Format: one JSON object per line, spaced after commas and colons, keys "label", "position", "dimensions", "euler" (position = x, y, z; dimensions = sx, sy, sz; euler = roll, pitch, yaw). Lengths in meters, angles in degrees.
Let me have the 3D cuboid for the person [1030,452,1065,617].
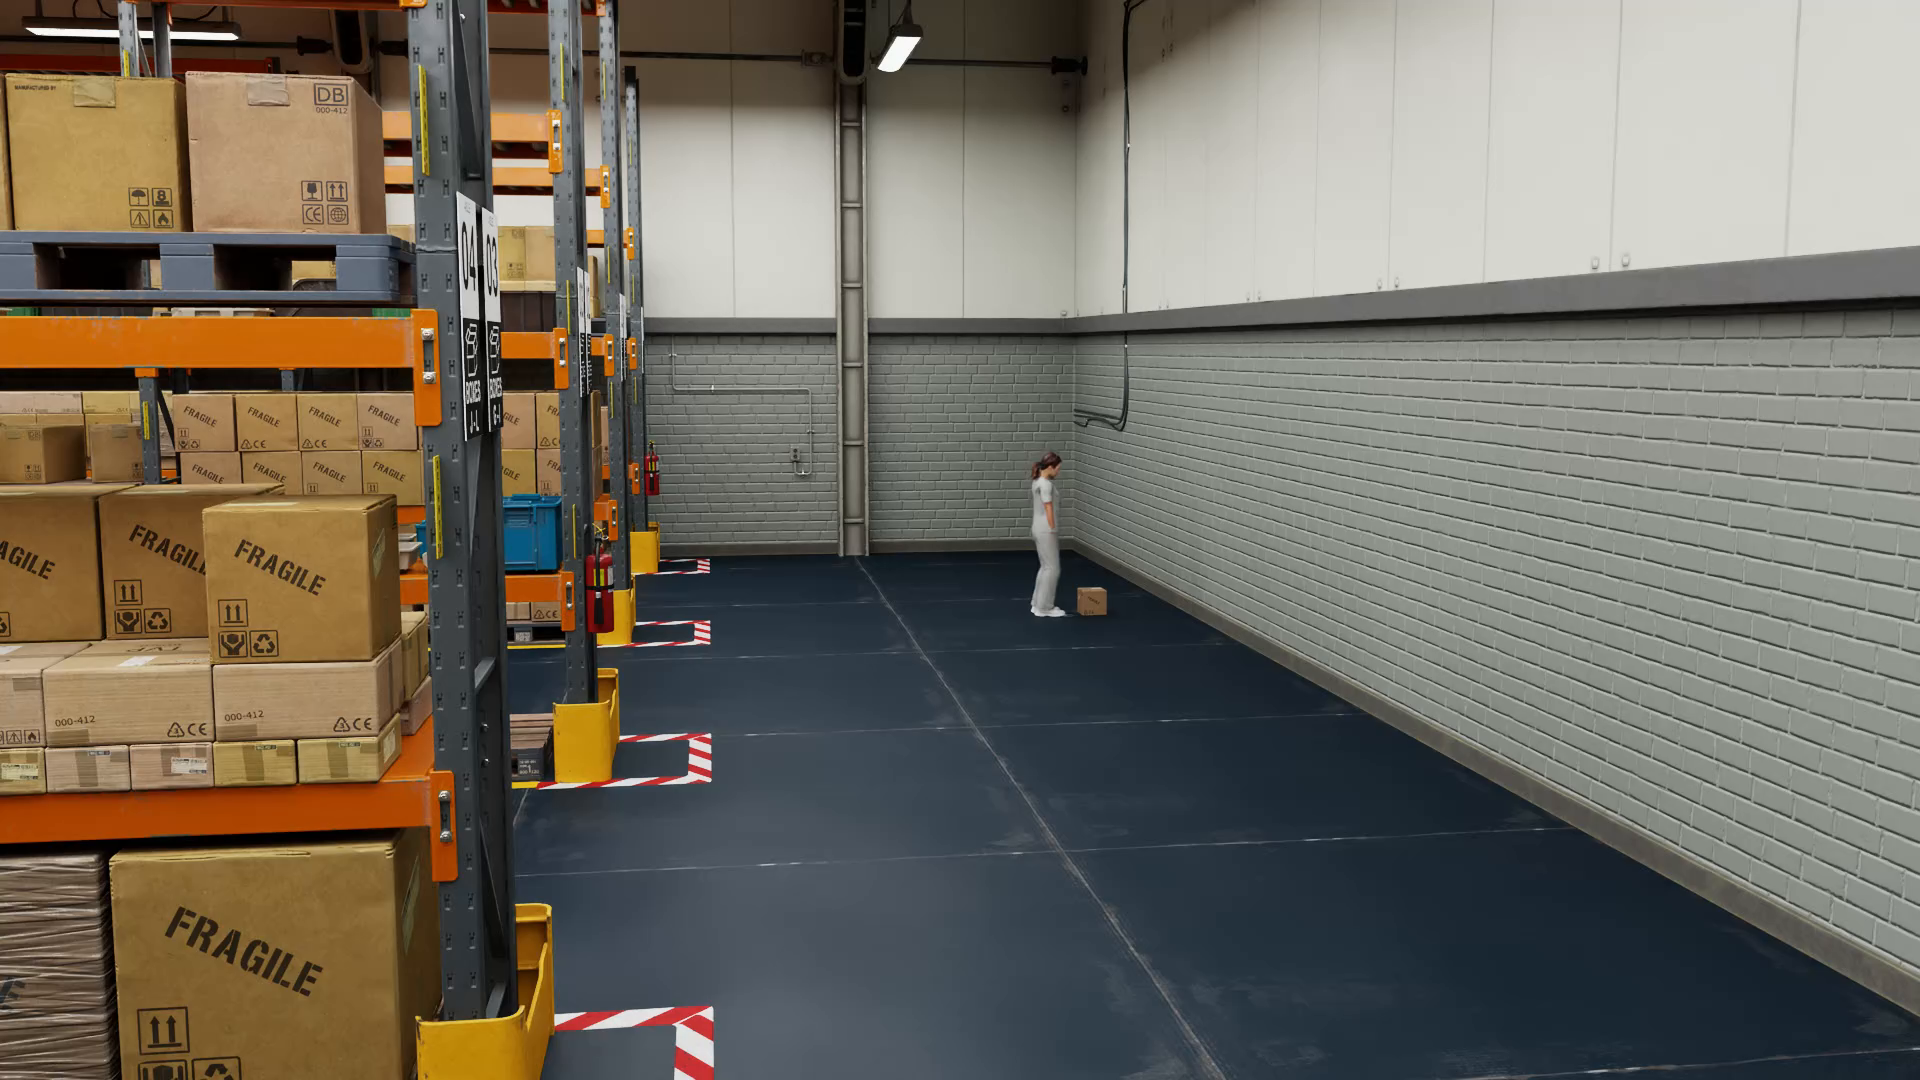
{"label": "person", "position": [0.872, -0.063, 16.926], "dimensions": [0.353, 1.665, 0.447], "euler": [-1, 7, -8]}
